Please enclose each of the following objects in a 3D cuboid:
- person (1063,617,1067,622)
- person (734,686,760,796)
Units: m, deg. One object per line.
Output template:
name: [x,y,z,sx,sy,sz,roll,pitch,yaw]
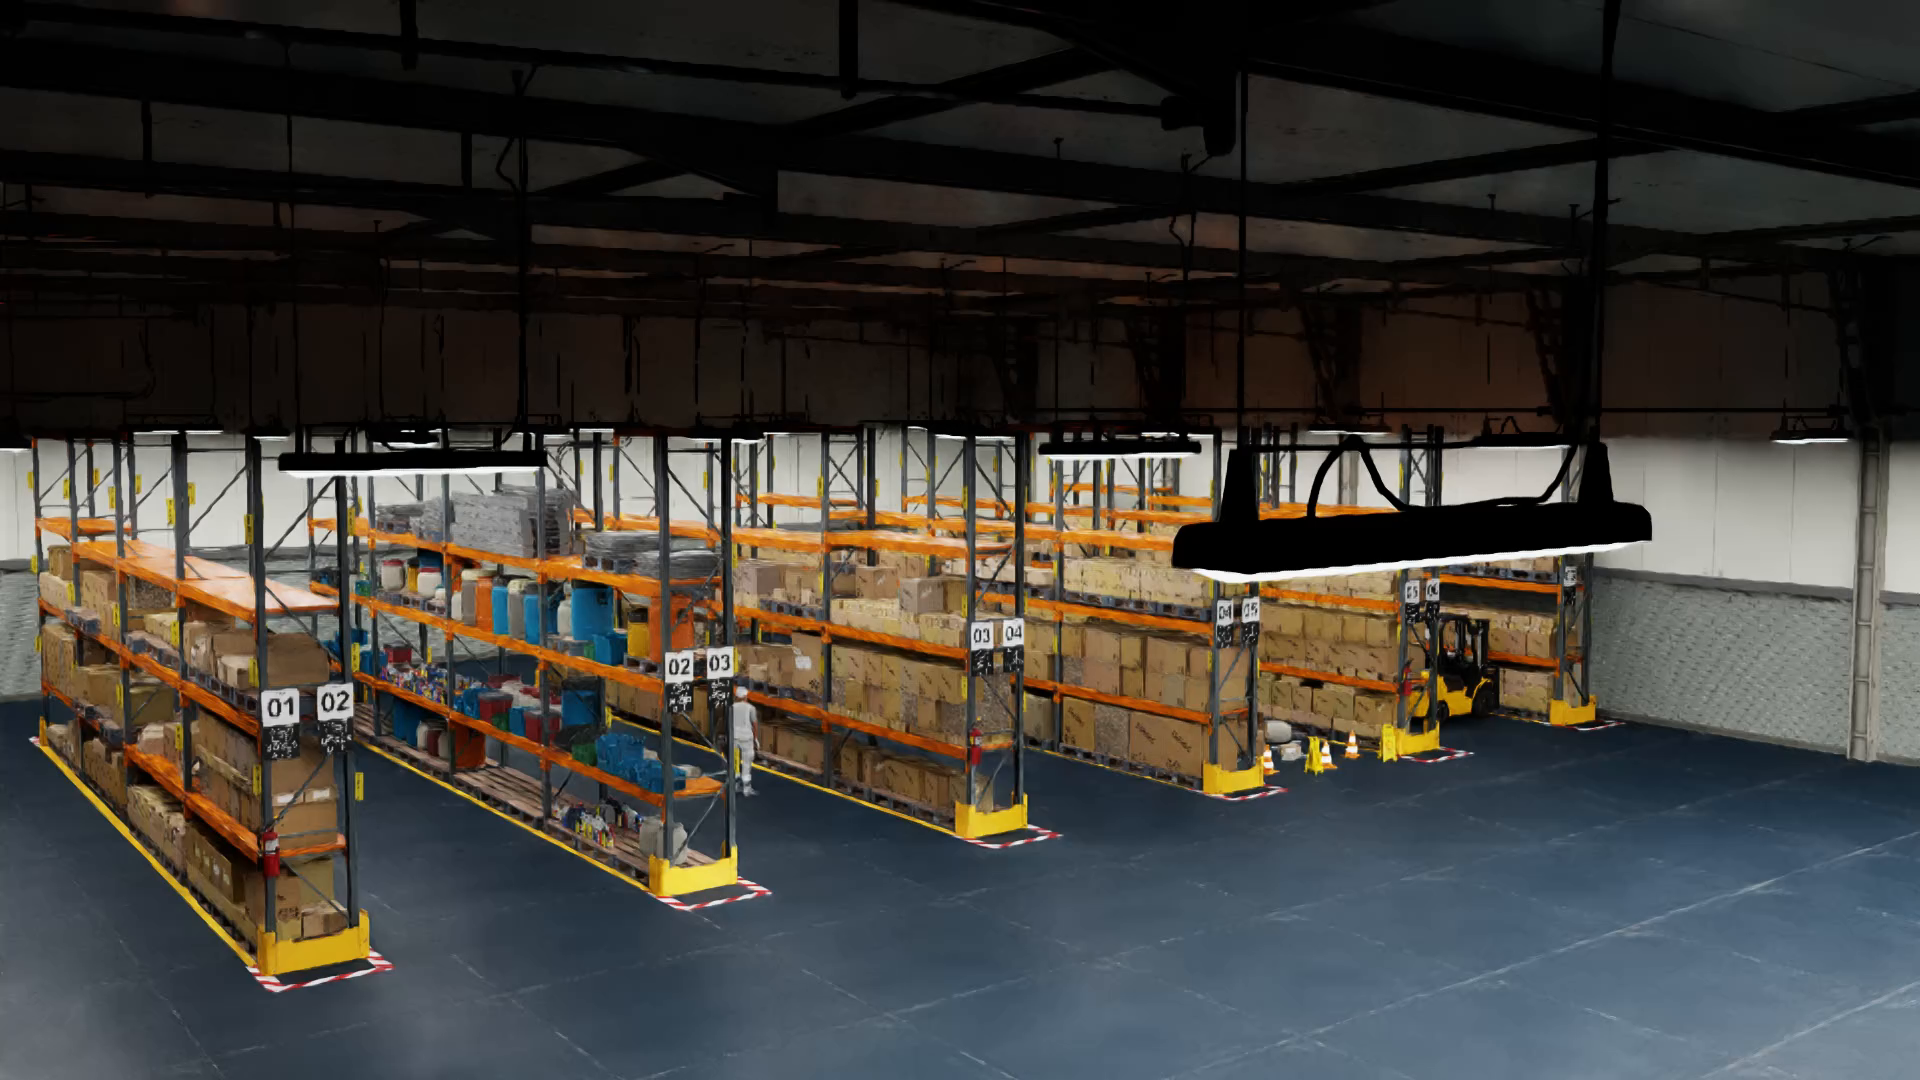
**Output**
person: [2.200,2.561,36.659,0.587,1.763,0.677,-1,5,-15]
person: [-3.554,3.277,27.314,0.606,1.791,0.442,2,5,23]
